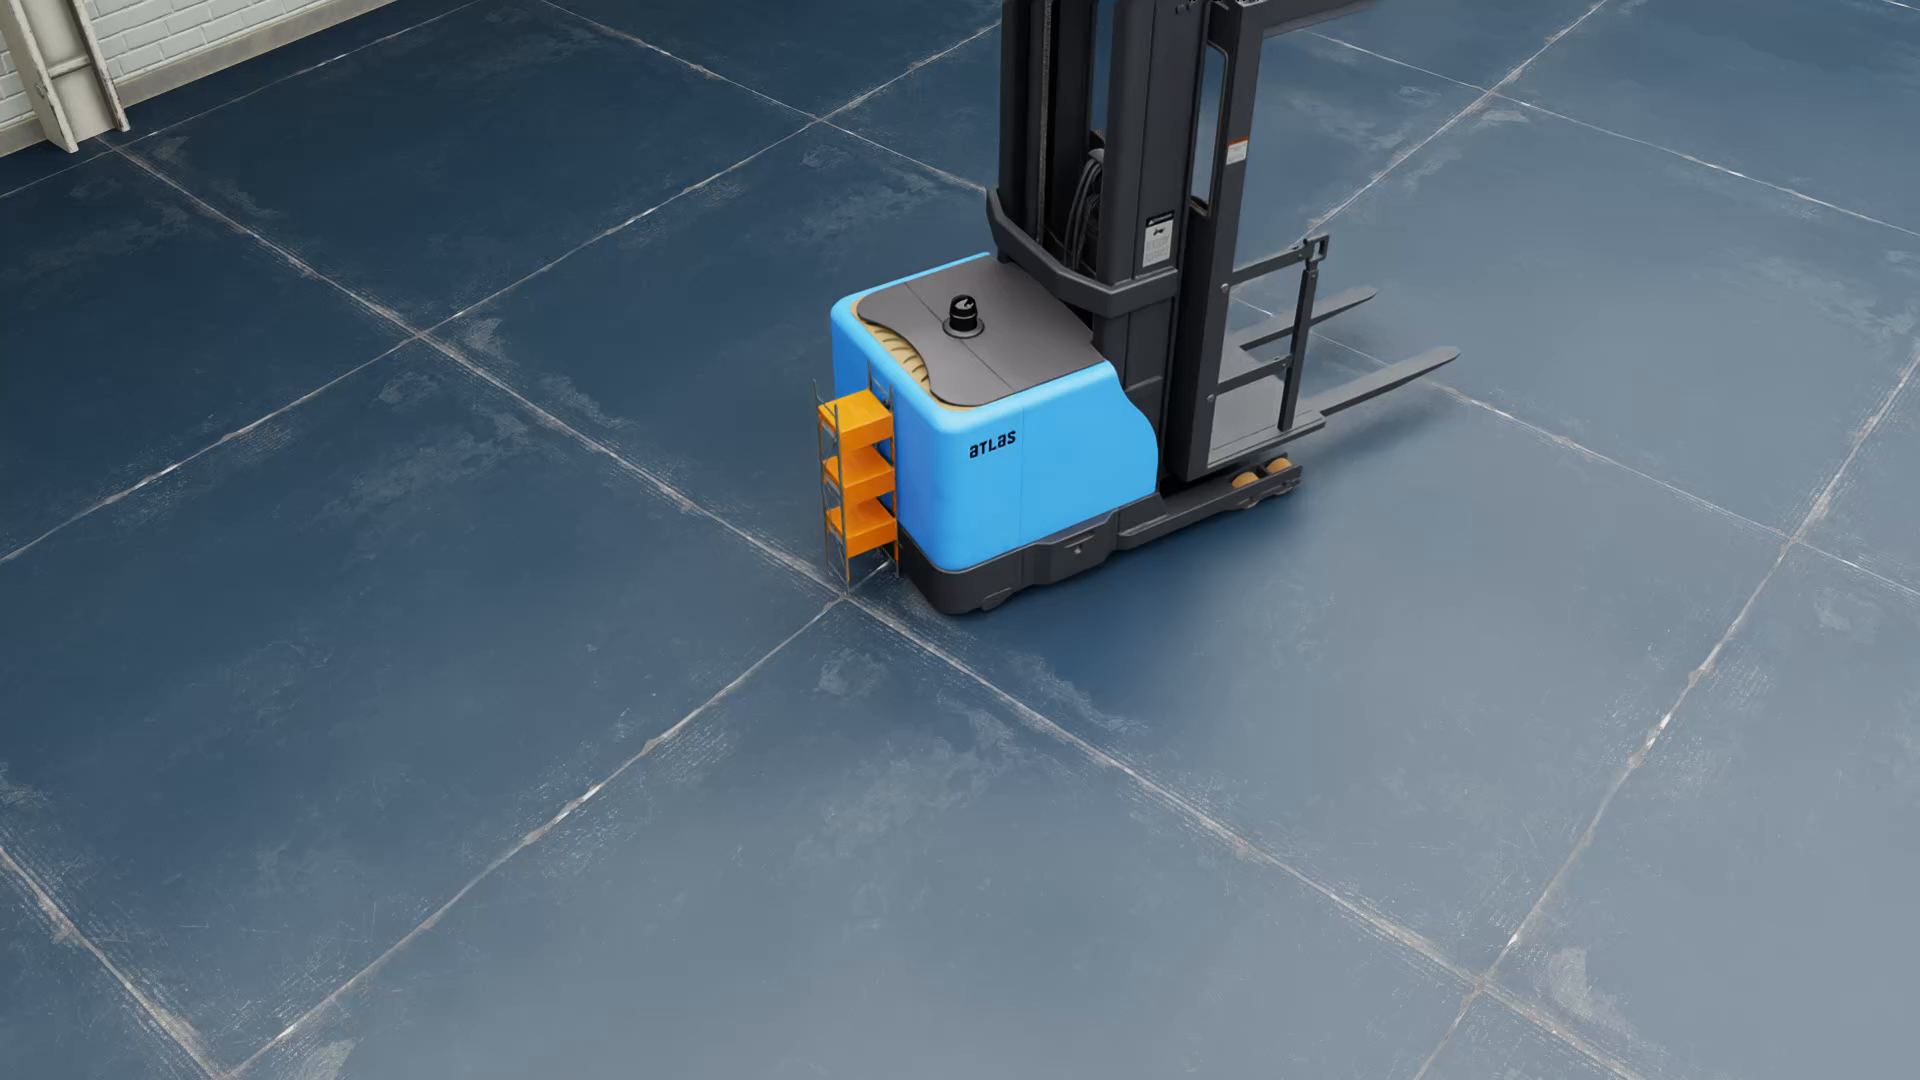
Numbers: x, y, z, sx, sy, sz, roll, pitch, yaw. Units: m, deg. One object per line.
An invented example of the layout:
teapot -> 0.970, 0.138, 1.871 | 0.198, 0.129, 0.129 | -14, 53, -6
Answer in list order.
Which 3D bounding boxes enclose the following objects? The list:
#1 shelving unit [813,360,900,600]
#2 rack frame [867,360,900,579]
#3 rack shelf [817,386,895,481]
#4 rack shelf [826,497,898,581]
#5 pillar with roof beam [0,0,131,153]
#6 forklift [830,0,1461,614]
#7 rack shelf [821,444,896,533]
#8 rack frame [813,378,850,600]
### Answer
shelving unit -> -0.423, -0.233, 6.908 | 0.252, 1.050, 0.215 | -22, 47, -22
rack frame -> -0.318, -0.275, 6.954 | 0.008, 1.050, 0.200 | -22, 47, -22
rack shelf -> -0.423, -0.435, 6.724 | 0.240, 0.259, 0.215 | -22, 47, -22
rack shelf -> -0.423, -0.020, 7.102 | 0.240, 0.259, 0.215 | -22, 47, -22
pillar with roof beam -> -2.040, -3.957, 5.095 | 9.100, 9.000, 0.400 | 29, 50, 28
forklift -> 0.975, -1.513, 6.918 | 3.031, 2.935, 1.130 | -22, 47, -22
rack shelf -> -0.423, -0.225, 6.915 | 0.240, 0.259, 0.215 | -22, 47, -22
rack frame -> -0.528, -0.191, 6.862 | 0.008, 1.050, 0.200 | -22, 47, -22
